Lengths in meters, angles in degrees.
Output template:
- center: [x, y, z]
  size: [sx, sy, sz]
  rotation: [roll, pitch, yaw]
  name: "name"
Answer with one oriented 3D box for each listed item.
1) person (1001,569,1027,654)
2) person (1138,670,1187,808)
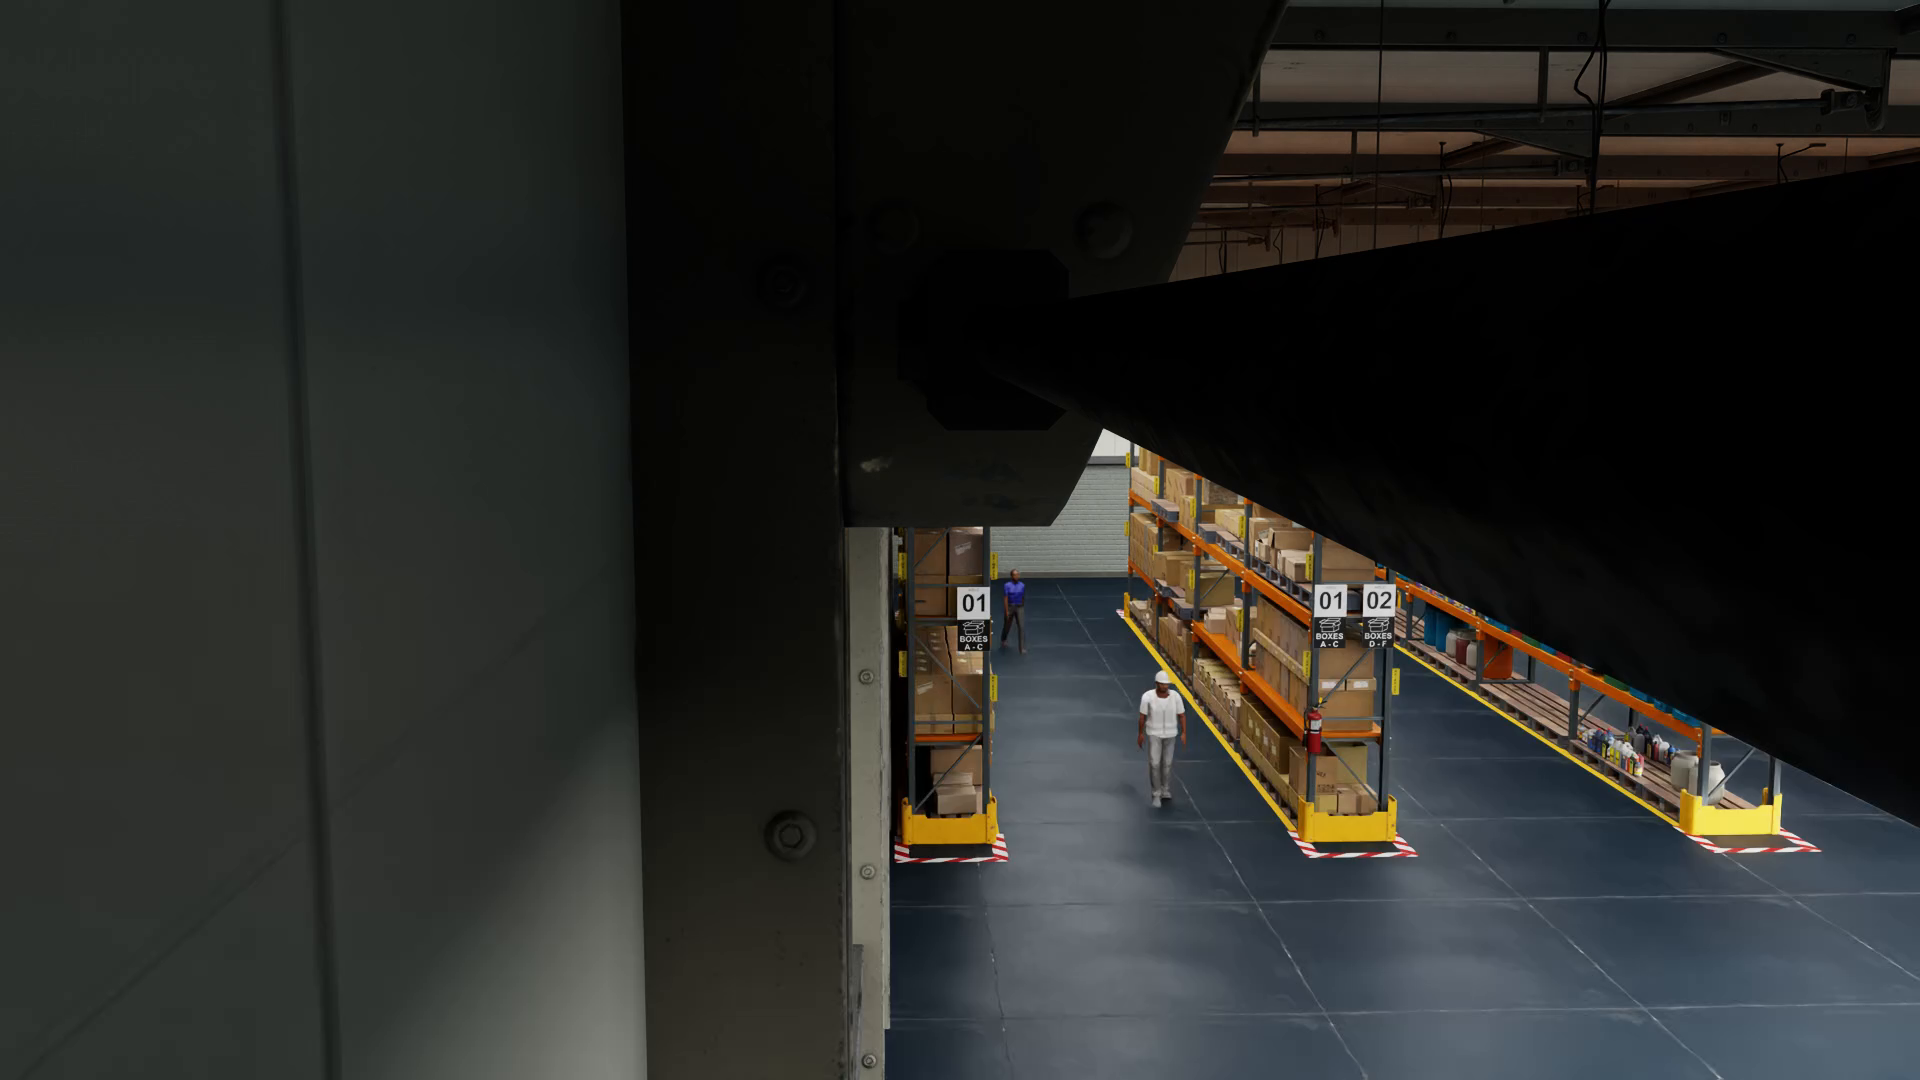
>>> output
- center: [1.063, 1.463, 32.461]
  size: [0.447, 1.398, 0.984]
  rotation: [-2, 7, -12]
  name: "person"
- center: [2.707, 2.630, 22.184]
  size: [0.627, 1.796, 0.625]
  rotation: [-1, 7, -6]
  name: "person"
